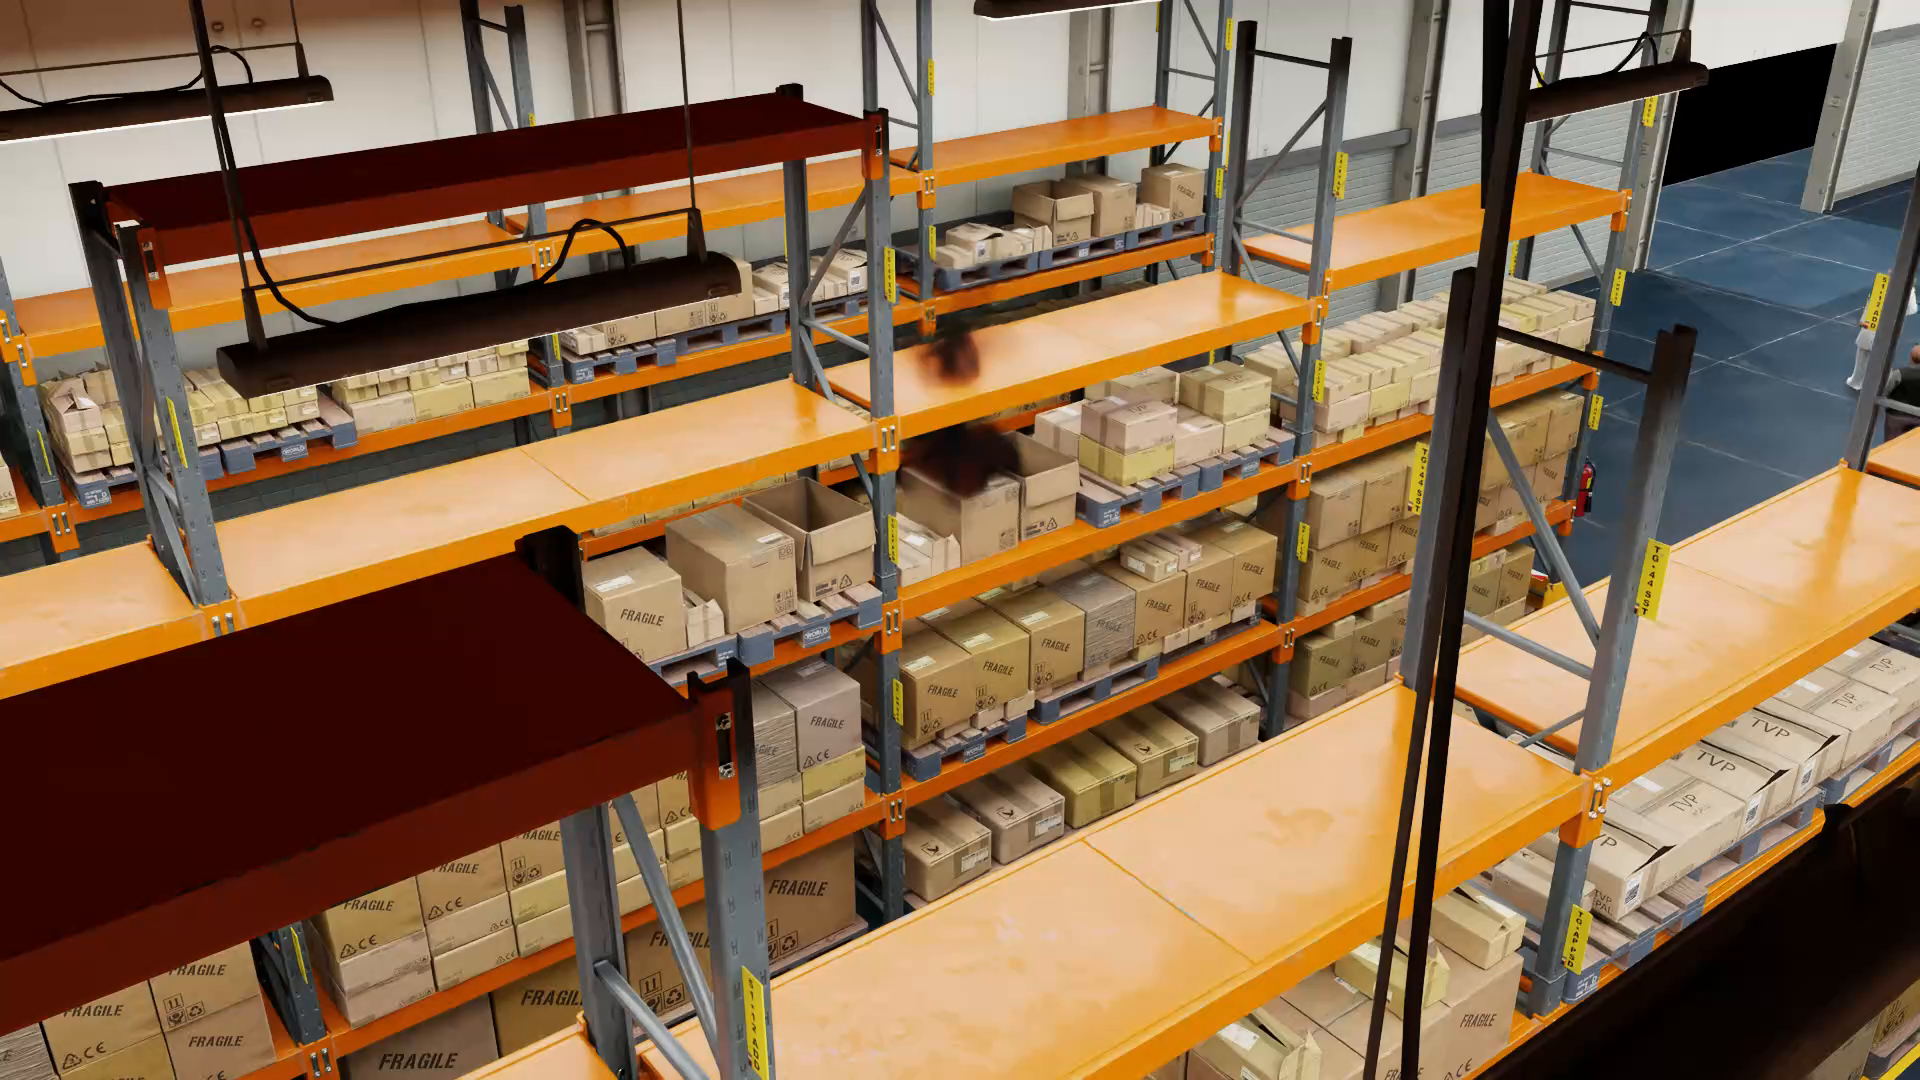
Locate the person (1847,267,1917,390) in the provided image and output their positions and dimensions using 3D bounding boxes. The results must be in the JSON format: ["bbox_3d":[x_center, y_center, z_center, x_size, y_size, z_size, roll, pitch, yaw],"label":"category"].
[{"bbox_3d":[11.984,-2.705,21.628,0.709,1.767,1.018,2,26,5],"label":"person"}]

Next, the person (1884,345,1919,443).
[{"bbox_3d":[10.836,-1.444,19.107,0.644,1.698,0.642,0,26,0],"label":"person"}]
